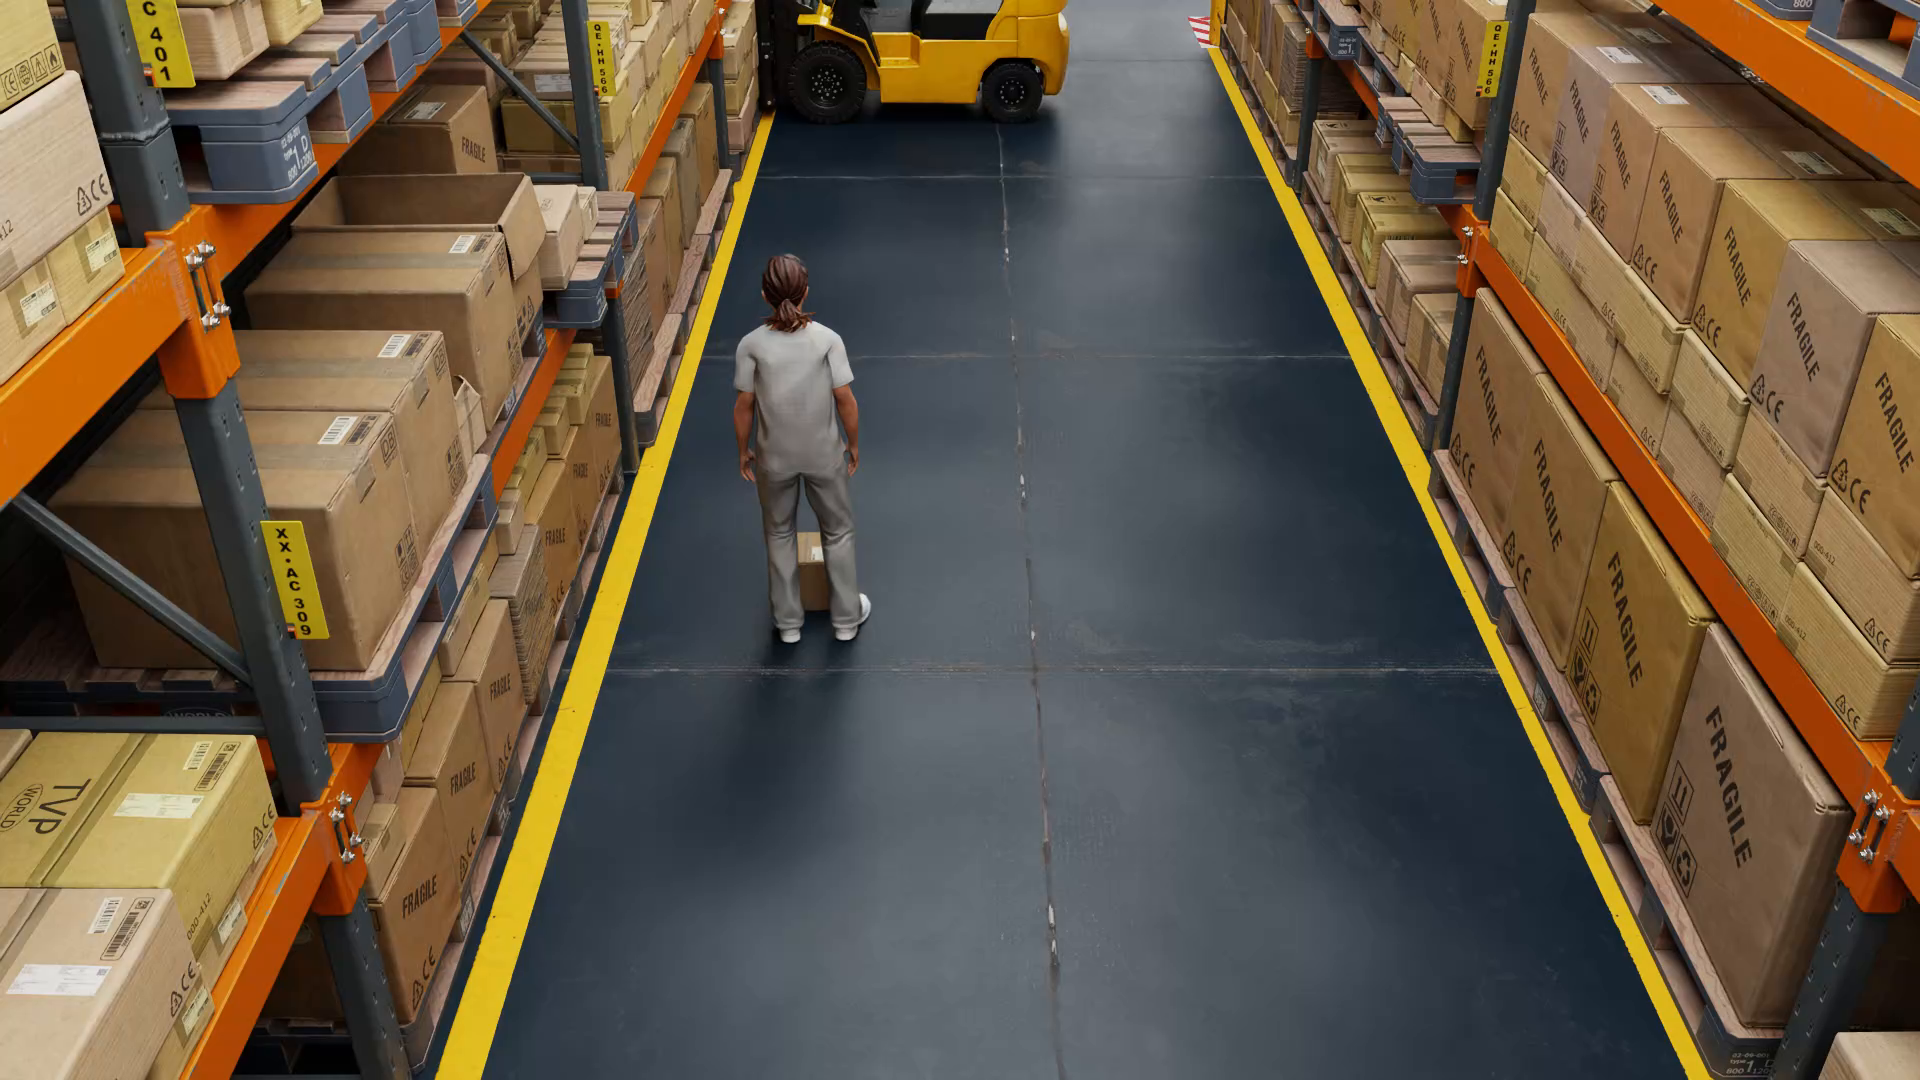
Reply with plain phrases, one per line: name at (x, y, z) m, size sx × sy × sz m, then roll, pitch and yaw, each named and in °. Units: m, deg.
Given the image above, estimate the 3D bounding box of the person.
person at (-0.638, -0.339, 6.687) m, size 0.514 × 1.672 × 0.357 m, roll -2°, pitch 32°, yaw -4°
